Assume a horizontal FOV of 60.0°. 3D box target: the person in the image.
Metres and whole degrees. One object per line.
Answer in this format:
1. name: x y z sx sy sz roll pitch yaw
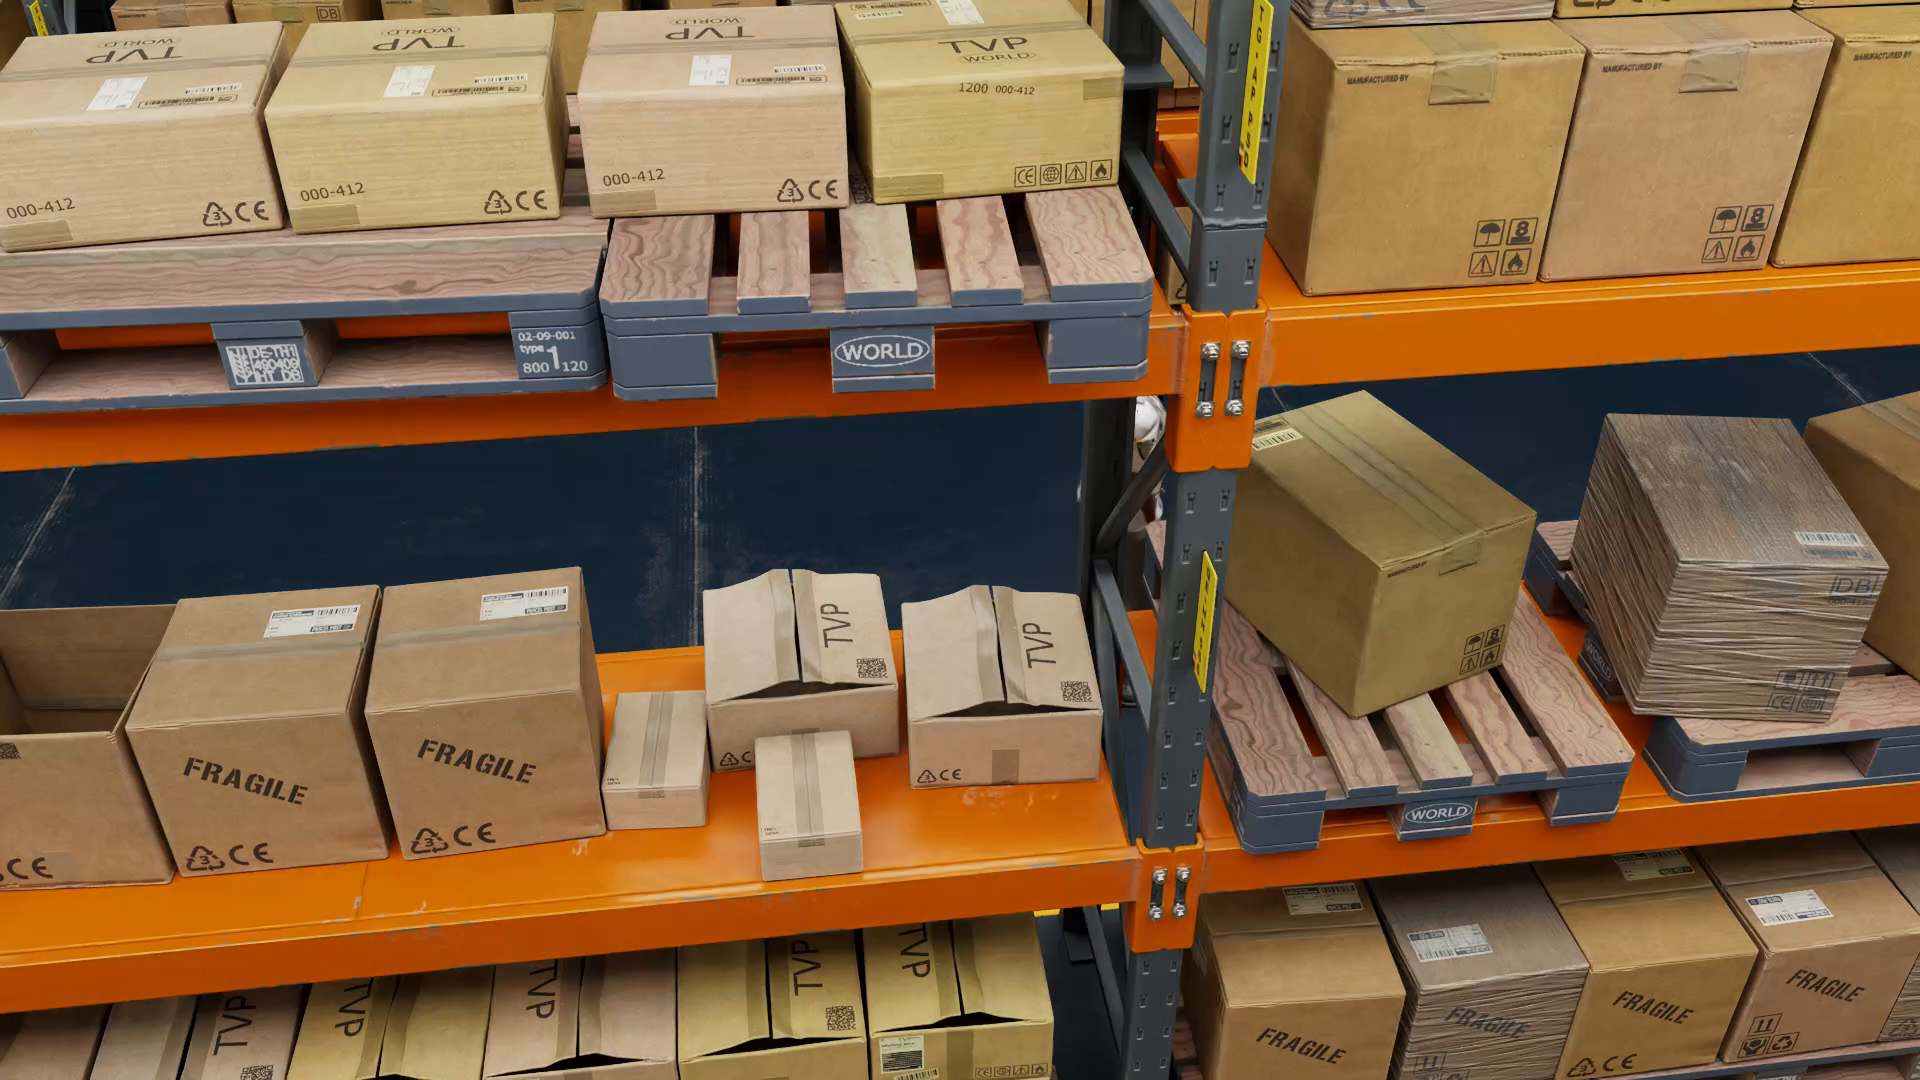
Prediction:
1. person: 0.781 0.178 6.552 0.865 0.913 0.479 -4 35 -6
